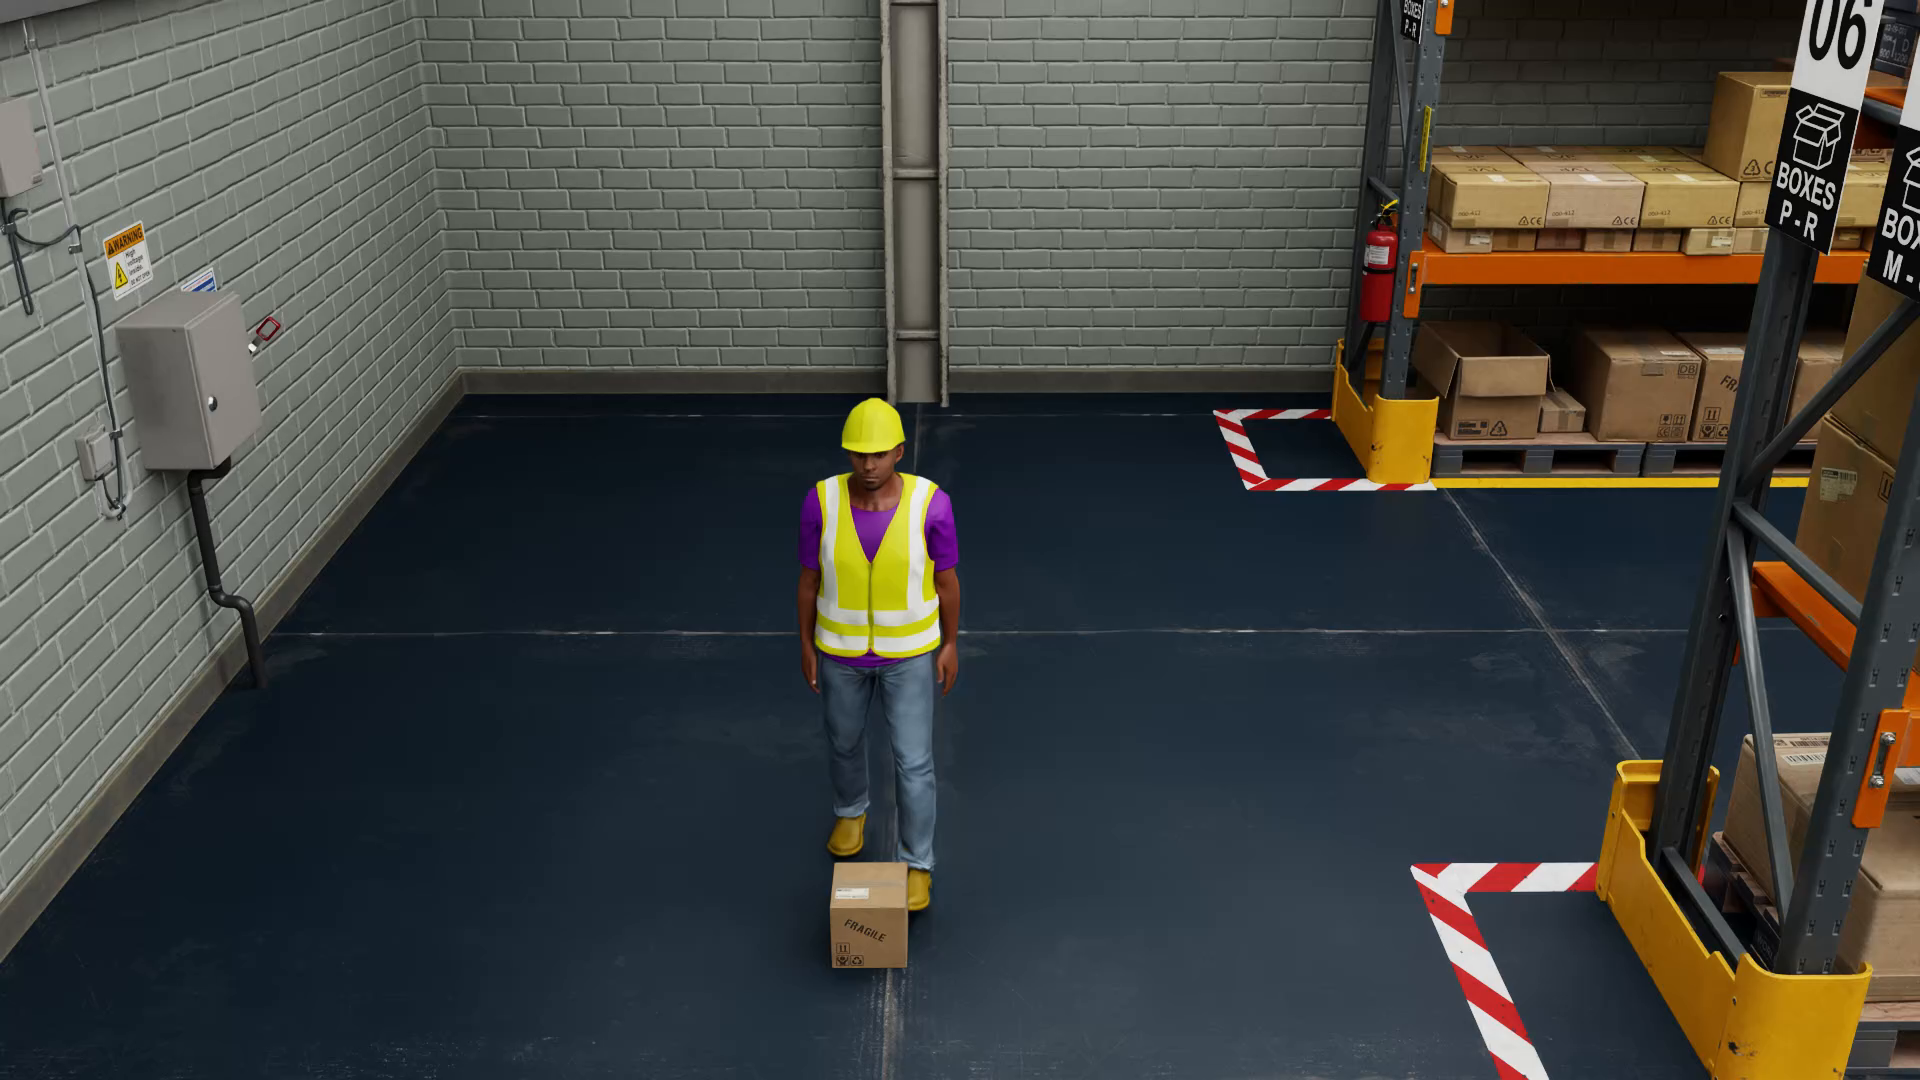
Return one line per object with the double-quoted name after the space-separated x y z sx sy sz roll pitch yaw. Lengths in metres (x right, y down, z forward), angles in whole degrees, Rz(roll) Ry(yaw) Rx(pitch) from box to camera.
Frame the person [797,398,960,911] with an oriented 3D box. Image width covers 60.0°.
-0.289 0.395 5.686 0.561 1.768 0.673 2 24 5 "person"
